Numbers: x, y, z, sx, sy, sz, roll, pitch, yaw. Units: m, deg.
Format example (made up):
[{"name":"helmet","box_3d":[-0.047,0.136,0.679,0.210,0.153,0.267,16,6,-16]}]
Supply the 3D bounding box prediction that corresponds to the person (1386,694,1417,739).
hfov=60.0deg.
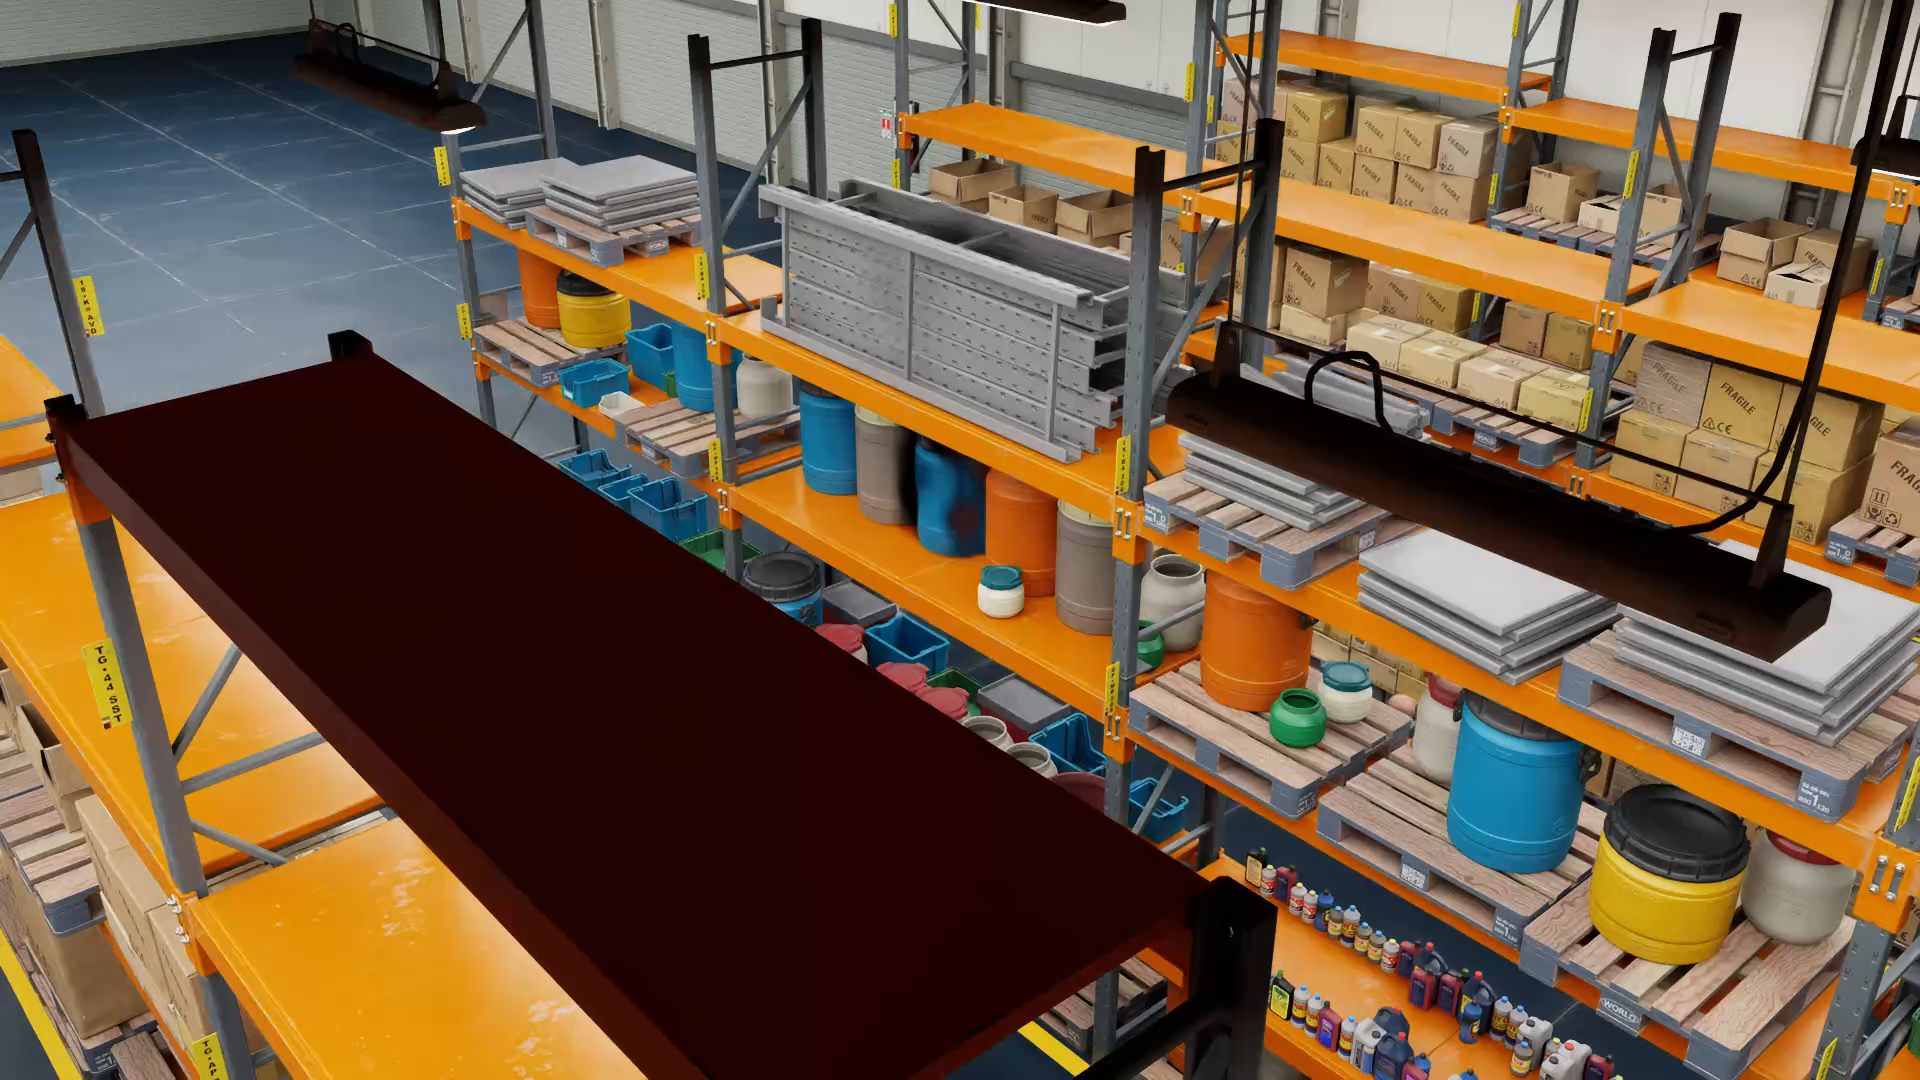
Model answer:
[{"name":"person","box_3d":[3.292,1.886,12.053,0.655,1.660,0.655,17,31,29]}]

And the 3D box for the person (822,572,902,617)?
[{"name":"person","box_3d":[-0.965,0.164,15.466,0.943,1.644,0.603,12,29,22]}]
